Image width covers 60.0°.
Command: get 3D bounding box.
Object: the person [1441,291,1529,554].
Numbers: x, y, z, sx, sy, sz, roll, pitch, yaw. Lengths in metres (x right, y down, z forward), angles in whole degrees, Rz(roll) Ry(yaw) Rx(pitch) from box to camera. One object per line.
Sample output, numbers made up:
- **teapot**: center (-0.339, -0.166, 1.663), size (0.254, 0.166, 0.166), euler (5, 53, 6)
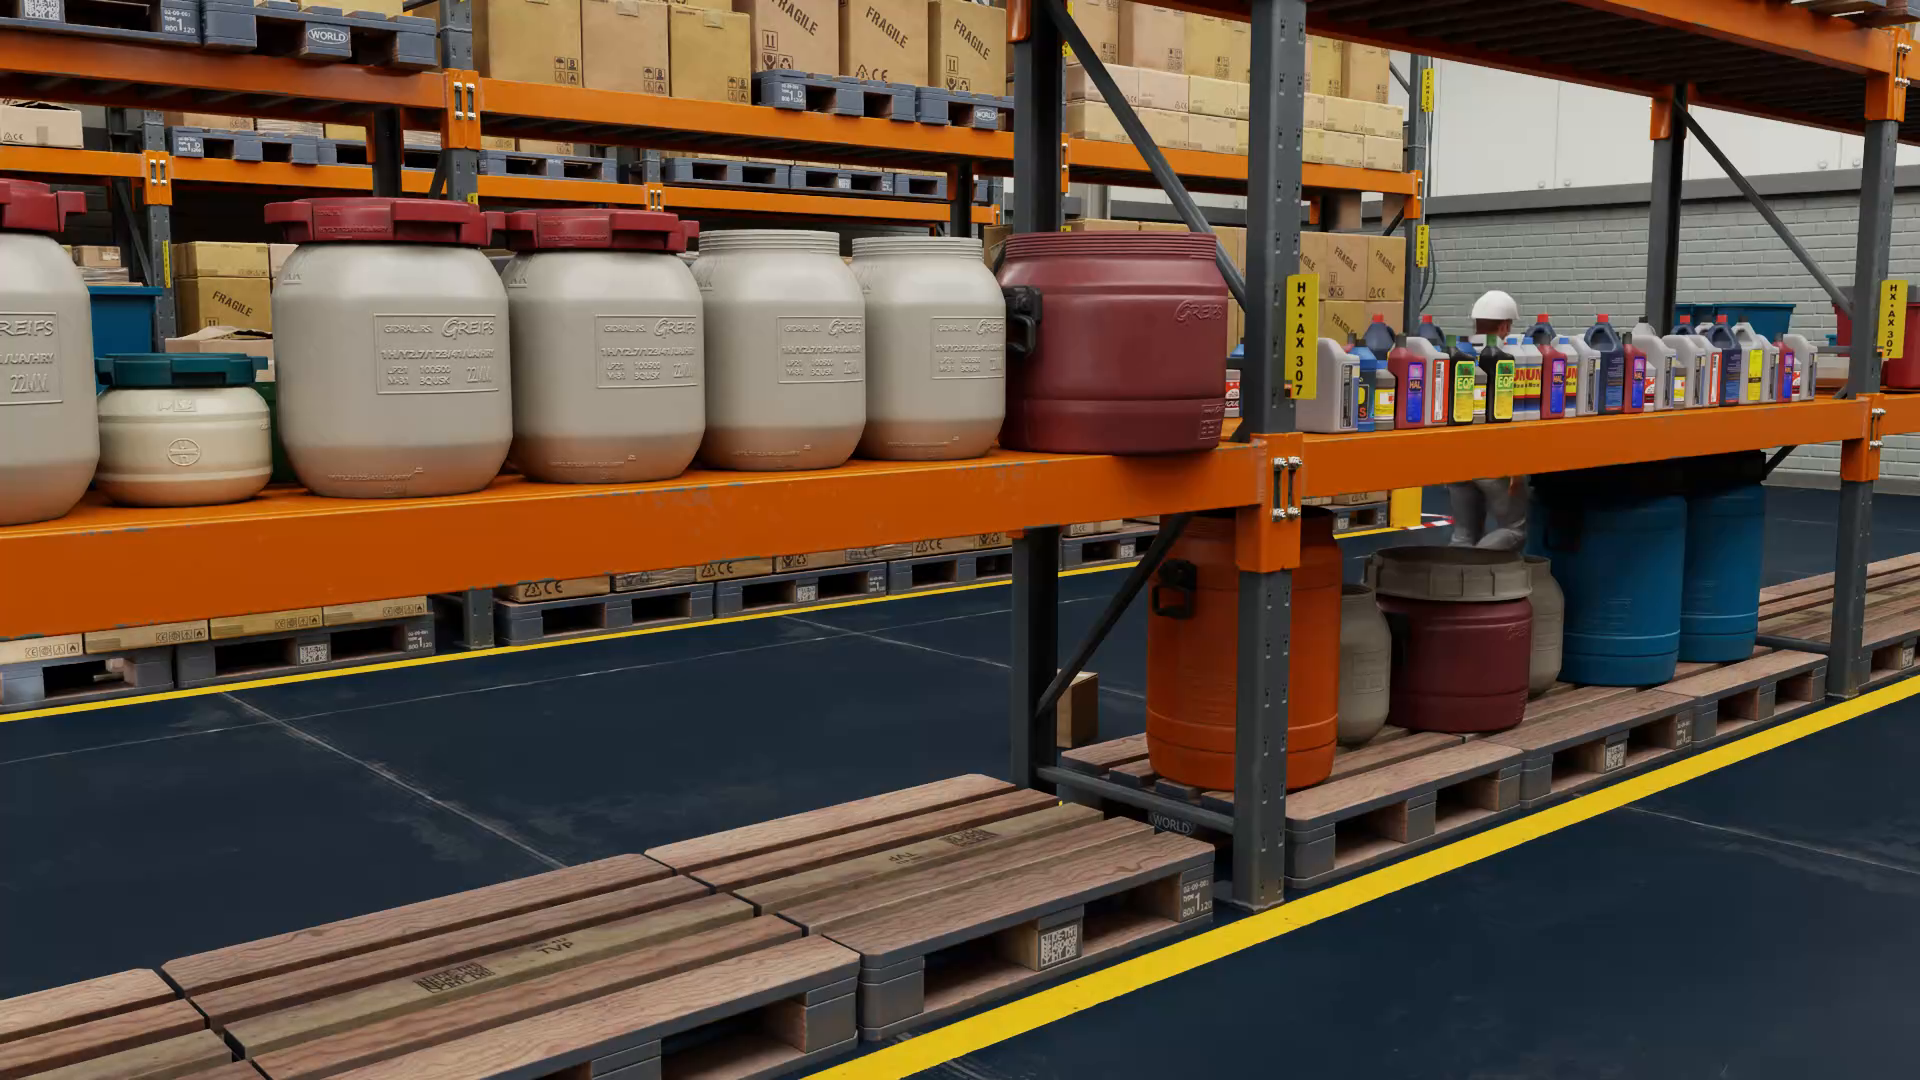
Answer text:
- **person**: center (2.749, -0.430, 8.819), size (0.514, 1.764, 0.573), euler (-4, 8, -30)
